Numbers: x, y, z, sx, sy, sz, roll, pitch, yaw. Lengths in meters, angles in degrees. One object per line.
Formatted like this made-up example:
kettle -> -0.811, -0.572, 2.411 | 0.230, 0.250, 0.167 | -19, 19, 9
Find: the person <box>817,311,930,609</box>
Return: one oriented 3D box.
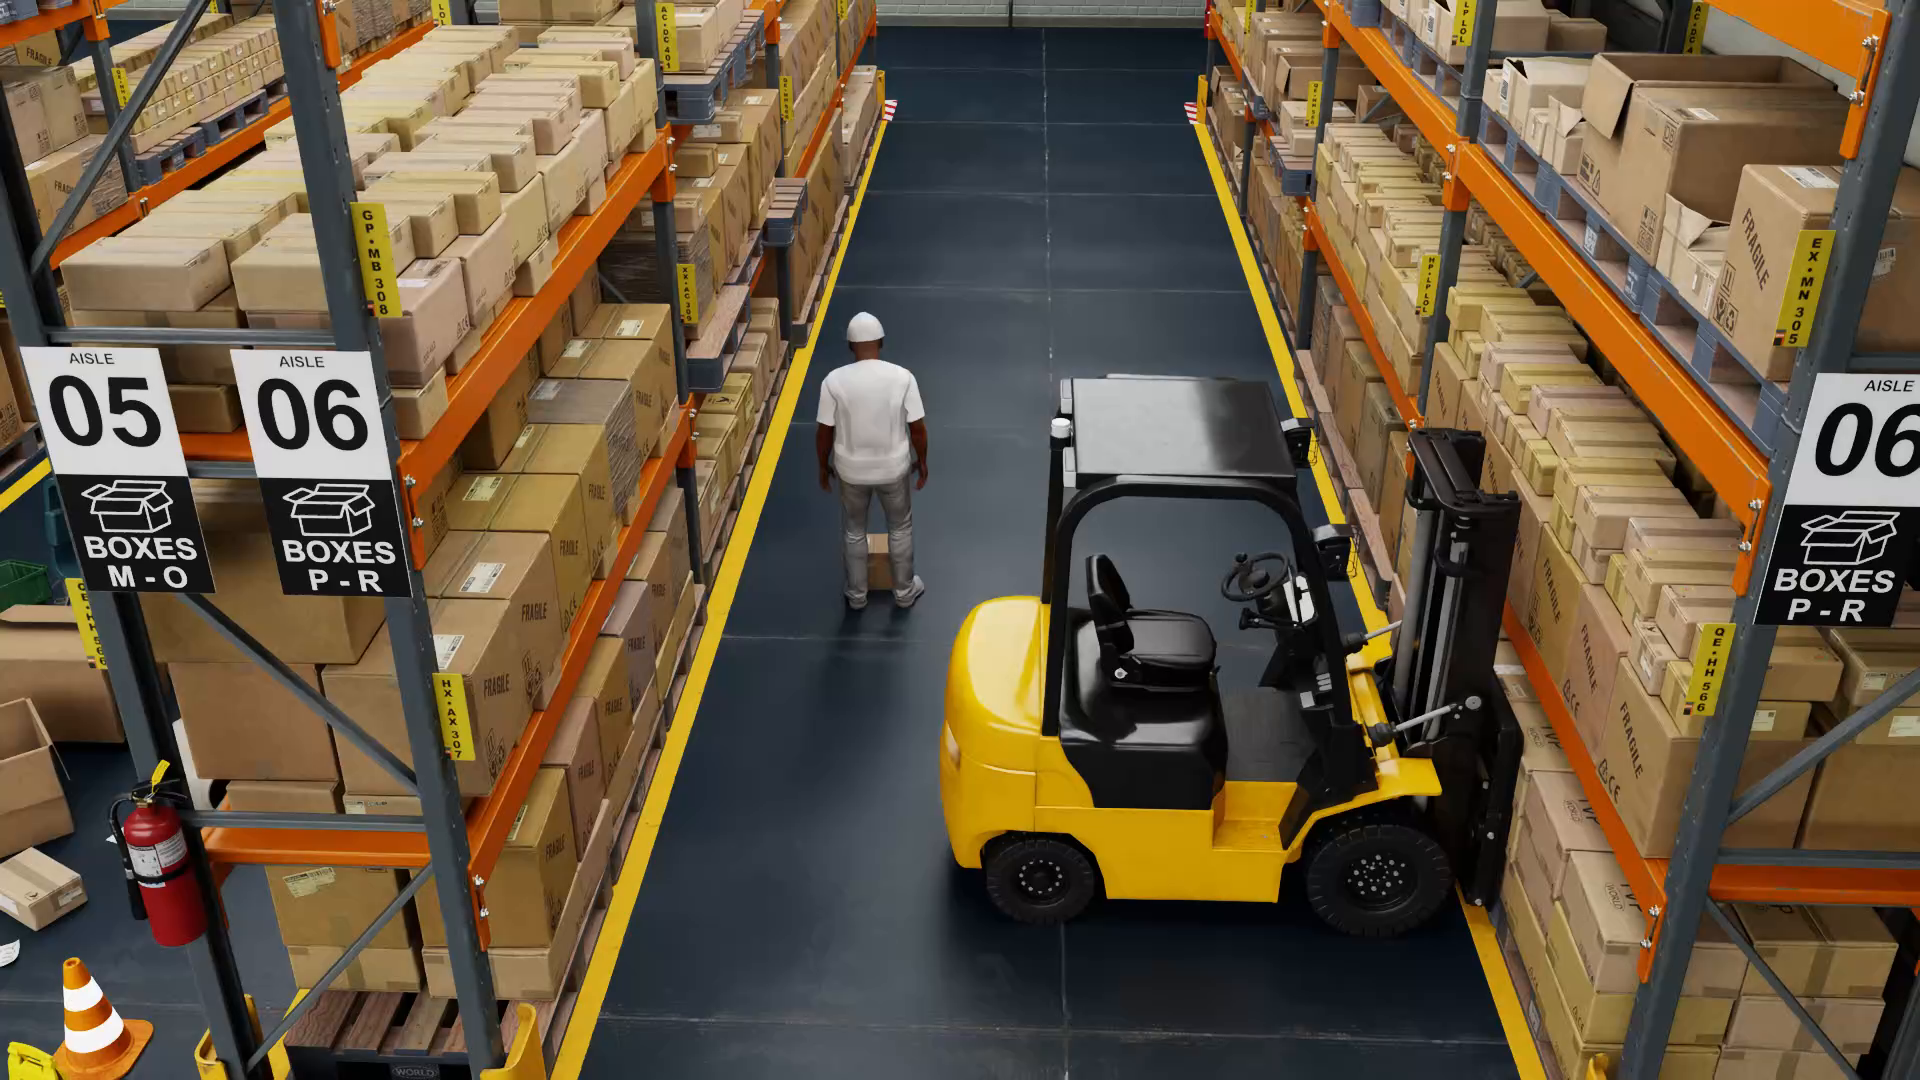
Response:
person -> -0.486, -0.434, 9.423 | 0.626, 1.761, 0.457 | 0, 28, 0
